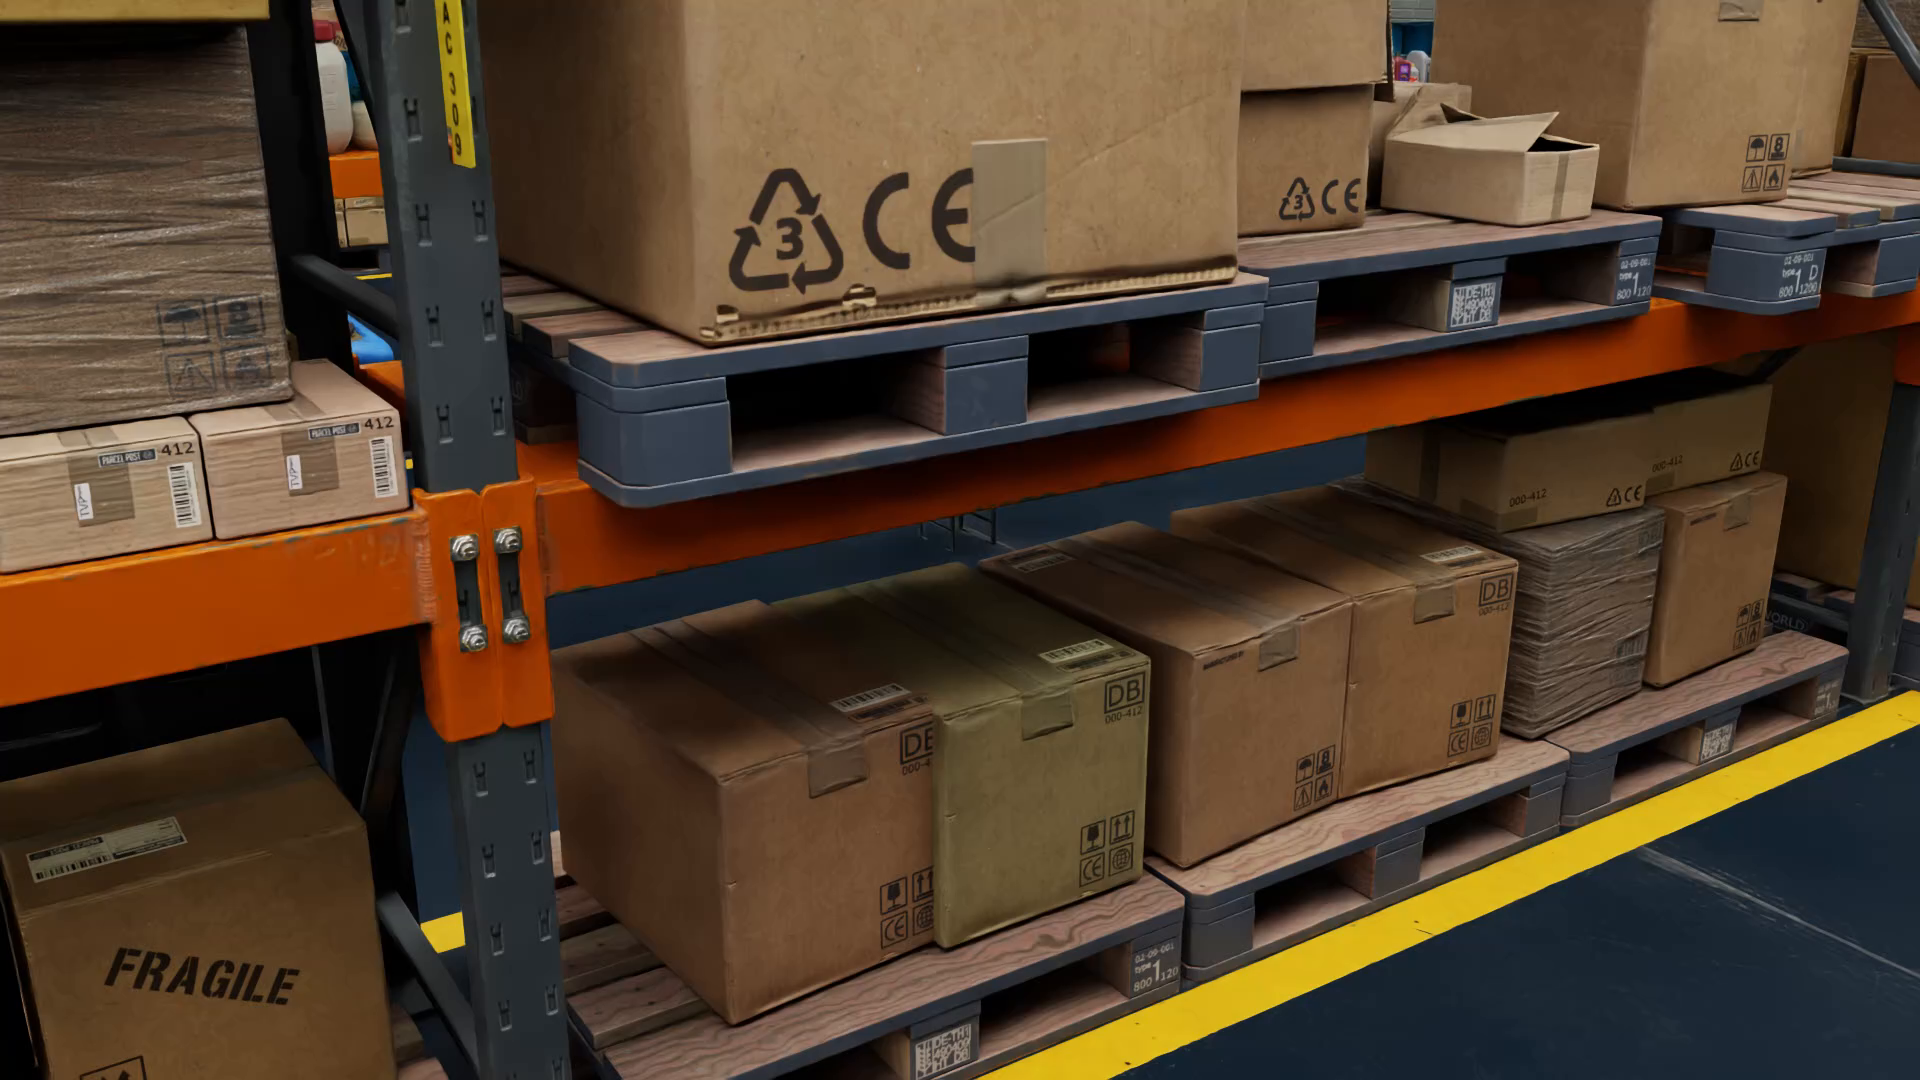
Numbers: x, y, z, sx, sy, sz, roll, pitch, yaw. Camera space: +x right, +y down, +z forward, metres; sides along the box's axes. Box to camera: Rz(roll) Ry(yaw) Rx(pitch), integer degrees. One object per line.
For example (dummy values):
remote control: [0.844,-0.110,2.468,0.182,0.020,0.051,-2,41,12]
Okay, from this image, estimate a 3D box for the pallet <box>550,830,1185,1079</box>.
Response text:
pallet: [-0.301,0.809,3.521,1.213,0.211,1.003,-12,22,-31]

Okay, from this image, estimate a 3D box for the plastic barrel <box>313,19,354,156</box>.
plastic barrel: [-2.755,-1.873,6.889,0.433,0.535,0.433,0,19,0]

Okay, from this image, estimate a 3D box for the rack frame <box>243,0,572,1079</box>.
rack frame: [-0.950,-0.374,2.668,0.127,3.000,1.000,-12,22,-31]

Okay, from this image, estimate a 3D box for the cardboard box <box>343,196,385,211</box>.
cardboard box: [-4.210,-2.551,11.870,0.500,0.311,0.500,-12,22,-32]

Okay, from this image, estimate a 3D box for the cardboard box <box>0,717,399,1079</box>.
cardboard box: [-1.306,0.671,2.824,0.500,0.500,0.500,-13,22,-33]

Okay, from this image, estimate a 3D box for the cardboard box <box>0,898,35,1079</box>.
cardboard box: [-1.781,0.774,2.519,0.500,0.500,0.500,-5,19,-14]

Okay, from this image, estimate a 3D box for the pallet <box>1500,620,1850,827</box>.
pallet: [1.737,0.380,4.792,1.213,0.211,1.003,-12,22,-31]

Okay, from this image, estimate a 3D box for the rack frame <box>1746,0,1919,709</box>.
rack frame: [2.390,-1.079,4.752,0.127,3.000,1.000,-12,22,-31]

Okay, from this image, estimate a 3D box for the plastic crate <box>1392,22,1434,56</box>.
plastic crate: [3.209,-3.302,11.260,0.575,0.384,0.392,-12,22,-31]

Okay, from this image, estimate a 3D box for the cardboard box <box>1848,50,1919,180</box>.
cardboard box: [2.946,-1.139,4.774,0.500,0.500,0.500,-11,22,-30]

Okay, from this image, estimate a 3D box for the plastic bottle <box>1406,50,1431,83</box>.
plastic bottle: [2.856,-2.893,10.313,0.135,0.276,0.152,-12,22,-31]

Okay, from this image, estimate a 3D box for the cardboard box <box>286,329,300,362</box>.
cardboard box: [-1.295,-0.298,2.834,0.250,0.149,0.380,-12,22,-31]

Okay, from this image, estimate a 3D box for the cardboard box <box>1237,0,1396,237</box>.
cardboard box: [0.447,-0.952,3.560,0.637,0.503,0.797,-9,21,-26]

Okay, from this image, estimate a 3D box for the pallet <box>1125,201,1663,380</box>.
pallet: [0.760,-0.628,3.719,1.213,0.211,1.003,-12,22,-31]

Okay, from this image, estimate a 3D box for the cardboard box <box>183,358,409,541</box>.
cardboard box: [-0.968,-0.139,2.363,0.250,0.149,0.380,-12,22,-31]

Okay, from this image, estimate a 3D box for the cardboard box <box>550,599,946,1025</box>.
cardboard box: [-0.426,0.499,3.300,0.500,0.500,0.700,-14,23,-36]

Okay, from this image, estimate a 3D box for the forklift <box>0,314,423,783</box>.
forklift: [-3.053,-0.792,4.010,3.031,2.935,1.130,-11,22,-30]

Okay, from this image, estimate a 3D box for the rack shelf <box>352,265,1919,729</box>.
rack shelf: [0.720,-0.385,3.825,4.000,0.370,1.077,-12,22,-31]

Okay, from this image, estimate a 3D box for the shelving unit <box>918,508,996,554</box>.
shelving unit: [-0.012,-0.566,6.045,0.189,1.200,0.258,-12,22,-31]

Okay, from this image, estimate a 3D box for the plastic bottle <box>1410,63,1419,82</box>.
plastic bottle: [2.774,-2.830,10.243,0.097,0.201,0.097,0,19,0]

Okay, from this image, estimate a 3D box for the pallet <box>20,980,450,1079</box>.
pallet: [-1.492,1.075,2.736,1.213,0.211,1.003,-12,22,-31]

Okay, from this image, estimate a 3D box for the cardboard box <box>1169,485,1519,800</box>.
cardboard box: [0.916,0.223,4.117,0.500,0.500,0.700,-10,21,-27]

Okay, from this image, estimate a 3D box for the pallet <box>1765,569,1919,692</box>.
pallet: [3.090,0.124,5.549,1.213,0.211,1.003,-12,22,-31]

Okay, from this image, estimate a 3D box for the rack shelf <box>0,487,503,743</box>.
rack shelf: [-2.621,0.319,1.741,4.000,0.370,1.077,-12,22,-31]

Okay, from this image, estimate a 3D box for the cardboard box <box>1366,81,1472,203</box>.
cardboard box: [0.864,-0.973,4.017,0.500,0.250,0.500,-13,22,-33]

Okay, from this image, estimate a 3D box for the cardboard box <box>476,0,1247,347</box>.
cardboard box: [-0.210,-0.960,2.807,1.000,1.000,1.000,-12,22,-31]

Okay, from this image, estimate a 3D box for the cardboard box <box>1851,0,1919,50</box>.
cardboard box: [3.010,-1.726,4.943,0.637,0.503,0.797,-11,22,-30]

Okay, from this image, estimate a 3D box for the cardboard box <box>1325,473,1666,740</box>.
cardboard box: [1.386,0.122,4.417,0.500,0.500,0.700,-14,23,-36]

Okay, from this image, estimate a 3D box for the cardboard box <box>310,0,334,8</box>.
cardboard box: [-6.169,-5.224,16.169,0.500,0.500,0.700,-15,24,-38]

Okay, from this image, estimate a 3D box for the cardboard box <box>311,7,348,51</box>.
cardboard box: [-4.447,-3.476,11.688,0.500,0.500,0.500,-13,23,-34]

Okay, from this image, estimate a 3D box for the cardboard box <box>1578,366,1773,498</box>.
cardboard box: [1.847,-0.332,4.589,0.500,0.250,0.500,-11,22,-29]

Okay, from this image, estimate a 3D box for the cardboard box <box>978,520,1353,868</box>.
cardboard box: [0.450,0.322,3.826,0.500,0.500,0.700,-14,23,-36]

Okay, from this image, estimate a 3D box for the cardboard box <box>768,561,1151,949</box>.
cardboard box: [-0.017,0.420,3.534,0.500,0.500,0.700,-12,22,-32]

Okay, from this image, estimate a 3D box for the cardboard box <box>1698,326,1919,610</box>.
cardboard box: [2.978,-0.387,5.368,0.875,0.875,1.225,-13,23,-34]

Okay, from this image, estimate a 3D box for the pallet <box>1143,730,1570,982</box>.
pallet: [0.719,0.593,4.160,1.213,0.211,1.003,-12,22,-31]

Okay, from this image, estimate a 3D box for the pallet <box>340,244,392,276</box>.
pallet: [-4.782,-2.060,12.008,1.213,0.211,1.003,-12,22,-31]

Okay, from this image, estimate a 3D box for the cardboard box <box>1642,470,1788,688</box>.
cardboard box: [1.842,0.021,4.717,0.500,0.500,0.700,-13,23,-34]

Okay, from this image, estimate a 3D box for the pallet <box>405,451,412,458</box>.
pallet: [-3.040,-0.527,7.473,1.213,0.211,1.003,-12,22,-31]

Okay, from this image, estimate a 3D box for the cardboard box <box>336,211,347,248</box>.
cardboard box: [-4.638,-2.197,11.696,0.500,0.250,0.500,-11,22,-30]

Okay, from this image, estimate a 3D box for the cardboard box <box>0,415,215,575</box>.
cardboard box: [-1.182,-0.097,2.240,0.250,0.149,0.380,-12,22,-31]

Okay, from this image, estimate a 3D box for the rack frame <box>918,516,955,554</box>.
rack frame: [-0.089,-0.550,5.997,0.006,1.200,0.240,-12,22,-31]

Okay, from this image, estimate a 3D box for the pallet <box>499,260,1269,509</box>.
pallet: [-0.232,-0.379,2.981,1.213,0.211,1.003,-12,22,-31]

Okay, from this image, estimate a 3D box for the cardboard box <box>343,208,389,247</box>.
cardboard box: [-4.210,-2.288,11.966,0.500,0.250,0.500,-11,22,-30]

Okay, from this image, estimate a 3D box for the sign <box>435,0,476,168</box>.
sign: [-0.646,-0.640,2.104,0.005,0.325,0.100,-12,22,-31]

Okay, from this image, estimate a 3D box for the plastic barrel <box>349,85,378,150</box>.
plastic barrel: [-2.485,-1.825,7.177,0.301,0.262,0.301,0,19,0]

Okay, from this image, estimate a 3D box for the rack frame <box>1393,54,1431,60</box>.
rack frame: [3.007,-3.108,10.754,0.127,3.000,1.000,-12,22,-31]

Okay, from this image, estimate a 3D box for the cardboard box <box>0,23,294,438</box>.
cardboard box: [-1.360,-0.500,2.418,0.500,0.500,0.875,-12,22,-31]

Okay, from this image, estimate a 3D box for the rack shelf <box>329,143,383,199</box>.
rack shelf: [-2.004,-1.710,7.743,4.000,0.370,1.077,-12,22,-31]

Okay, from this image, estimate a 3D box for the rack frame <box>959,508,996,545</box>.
rack frame: [0.064,-0.582,6.093,0.006,1.200,0.240,-12,22,-31]

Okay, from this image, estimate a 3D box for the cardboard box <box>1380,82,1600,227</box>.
cardboard box: [1.146,-0.848,3.623,0.258,0.266,0.396,-13,22,-33]

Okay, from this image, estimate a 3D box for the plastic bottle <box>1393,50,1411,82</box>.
plastic bottle: [2.688,-2.844,10.155,0.133,0.283,0.061,-12,22,-31]

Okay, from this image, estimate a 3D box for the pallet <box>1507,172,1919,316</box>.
pallet: [1.854,-0.834,4.327,1.003,0.211,1.213,-12,22,-31]

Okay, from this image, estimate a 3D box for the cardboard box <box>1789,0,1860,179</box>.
cardboard box: [1.961,-1.219,4.355,0.500,0.500,0.500,-15,24,-38]

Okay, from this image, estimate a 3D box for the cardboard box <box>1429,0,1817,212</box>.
cardboard box: [1.550,-1.094,3.985,0.500,0.500,0.700,-8,20,-23]

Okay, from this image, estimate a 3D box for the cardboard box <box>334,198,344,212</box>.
cardboard box: [-4.630,-2.464,11.611,0.500,0.311,0.500,-11,22,-30]

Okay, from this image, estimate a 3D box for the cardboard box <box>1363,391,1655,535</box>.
cardboard box: [1.410,-0.236,4.304,0.500,0.250,0.500,-9,21,-25]

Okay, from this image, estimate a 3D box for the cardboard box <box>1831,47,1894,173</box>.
cardboard box: [2.666,-1.279,5.189,0.500,0.500,0.500,-11,22,-30]

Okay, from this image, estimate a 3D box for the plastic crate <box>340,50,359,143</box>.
plastic crate: [-2.924,-1.969,7.410,0.575,0.384,0.392,-12,22,-31]

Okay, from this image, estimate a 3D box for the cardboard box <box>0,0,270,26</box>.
cardboard box: [-1.175,-0.883,1.992,0.500,0.500,0.500,-12,22,-31]
